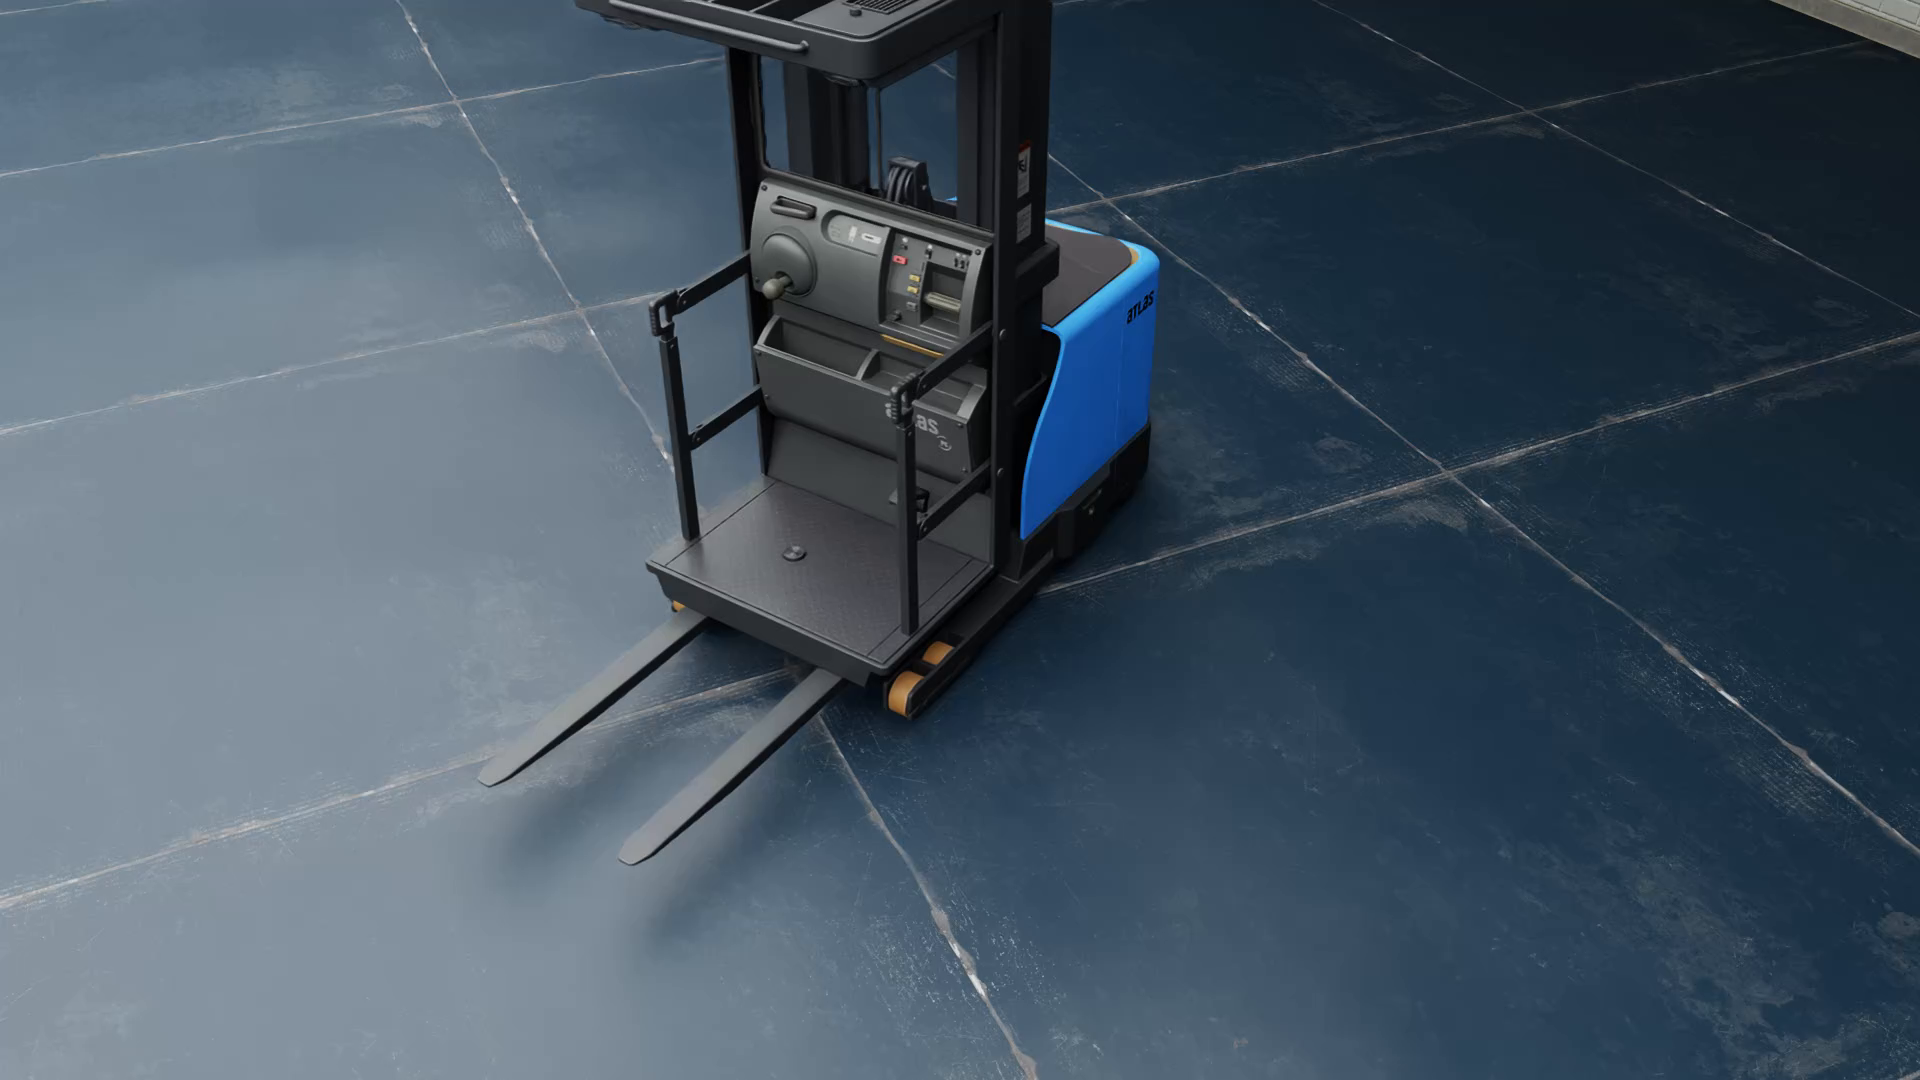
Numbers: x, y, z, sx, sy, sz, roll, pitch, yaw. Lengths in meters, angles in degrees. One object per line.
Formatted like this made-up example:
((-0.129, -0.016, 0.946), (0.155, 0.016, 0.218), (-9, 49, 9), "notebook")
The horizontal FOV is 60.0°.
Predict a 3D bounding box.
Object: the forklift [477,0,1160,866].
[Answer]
((-0.438, -0.871, 5.463), (1.130, 2.935, 3.031), (22, 42, 26), "forklift")
